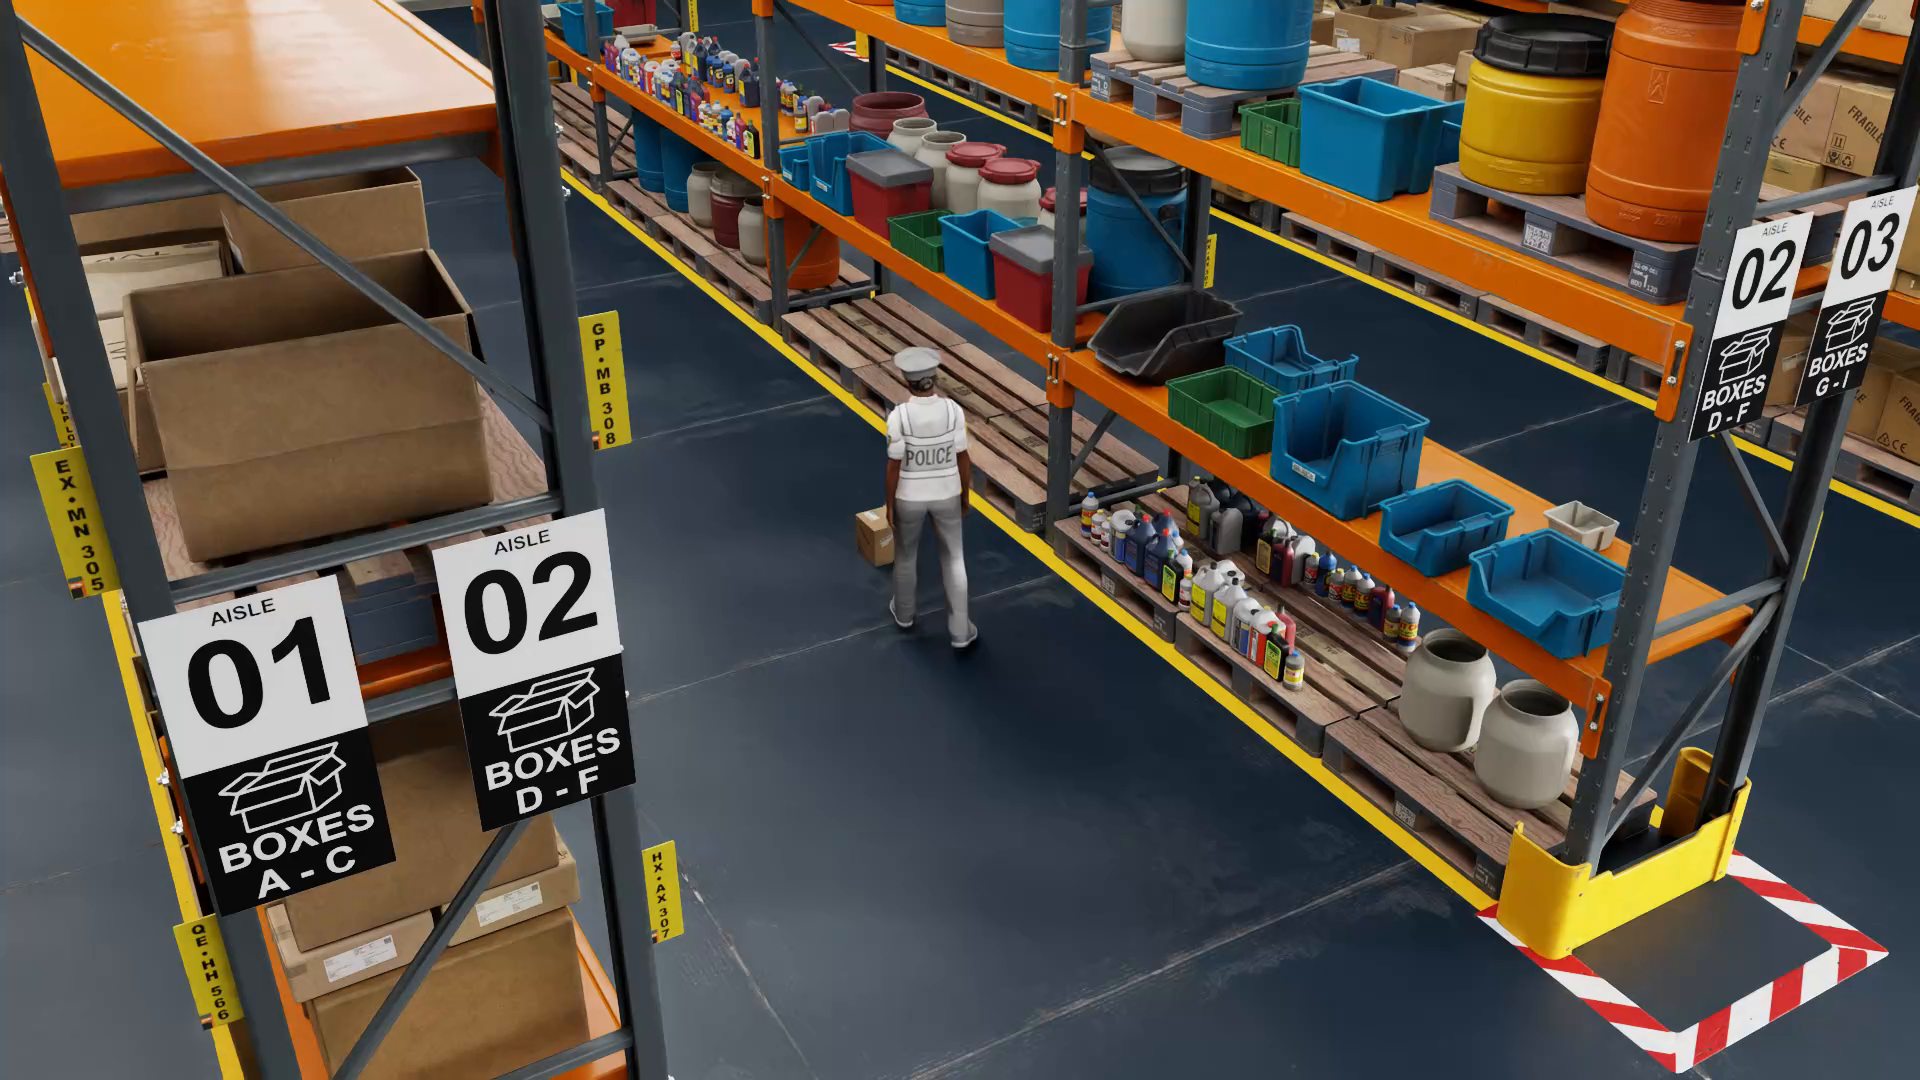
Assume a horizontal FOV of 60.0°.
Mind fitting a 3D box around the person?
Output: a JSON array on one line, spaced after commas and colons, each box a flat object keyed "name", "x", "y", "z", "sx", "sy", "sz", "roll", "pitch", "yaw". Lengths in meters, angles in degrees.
[{"name": "person", "x": -0.166, "y": -0.222, "z": 8.940, "sx": 0.484, "sy": 1.653, "sz": 0.649, "roll": -6, "pitch": 30, "yaw": -10}]
